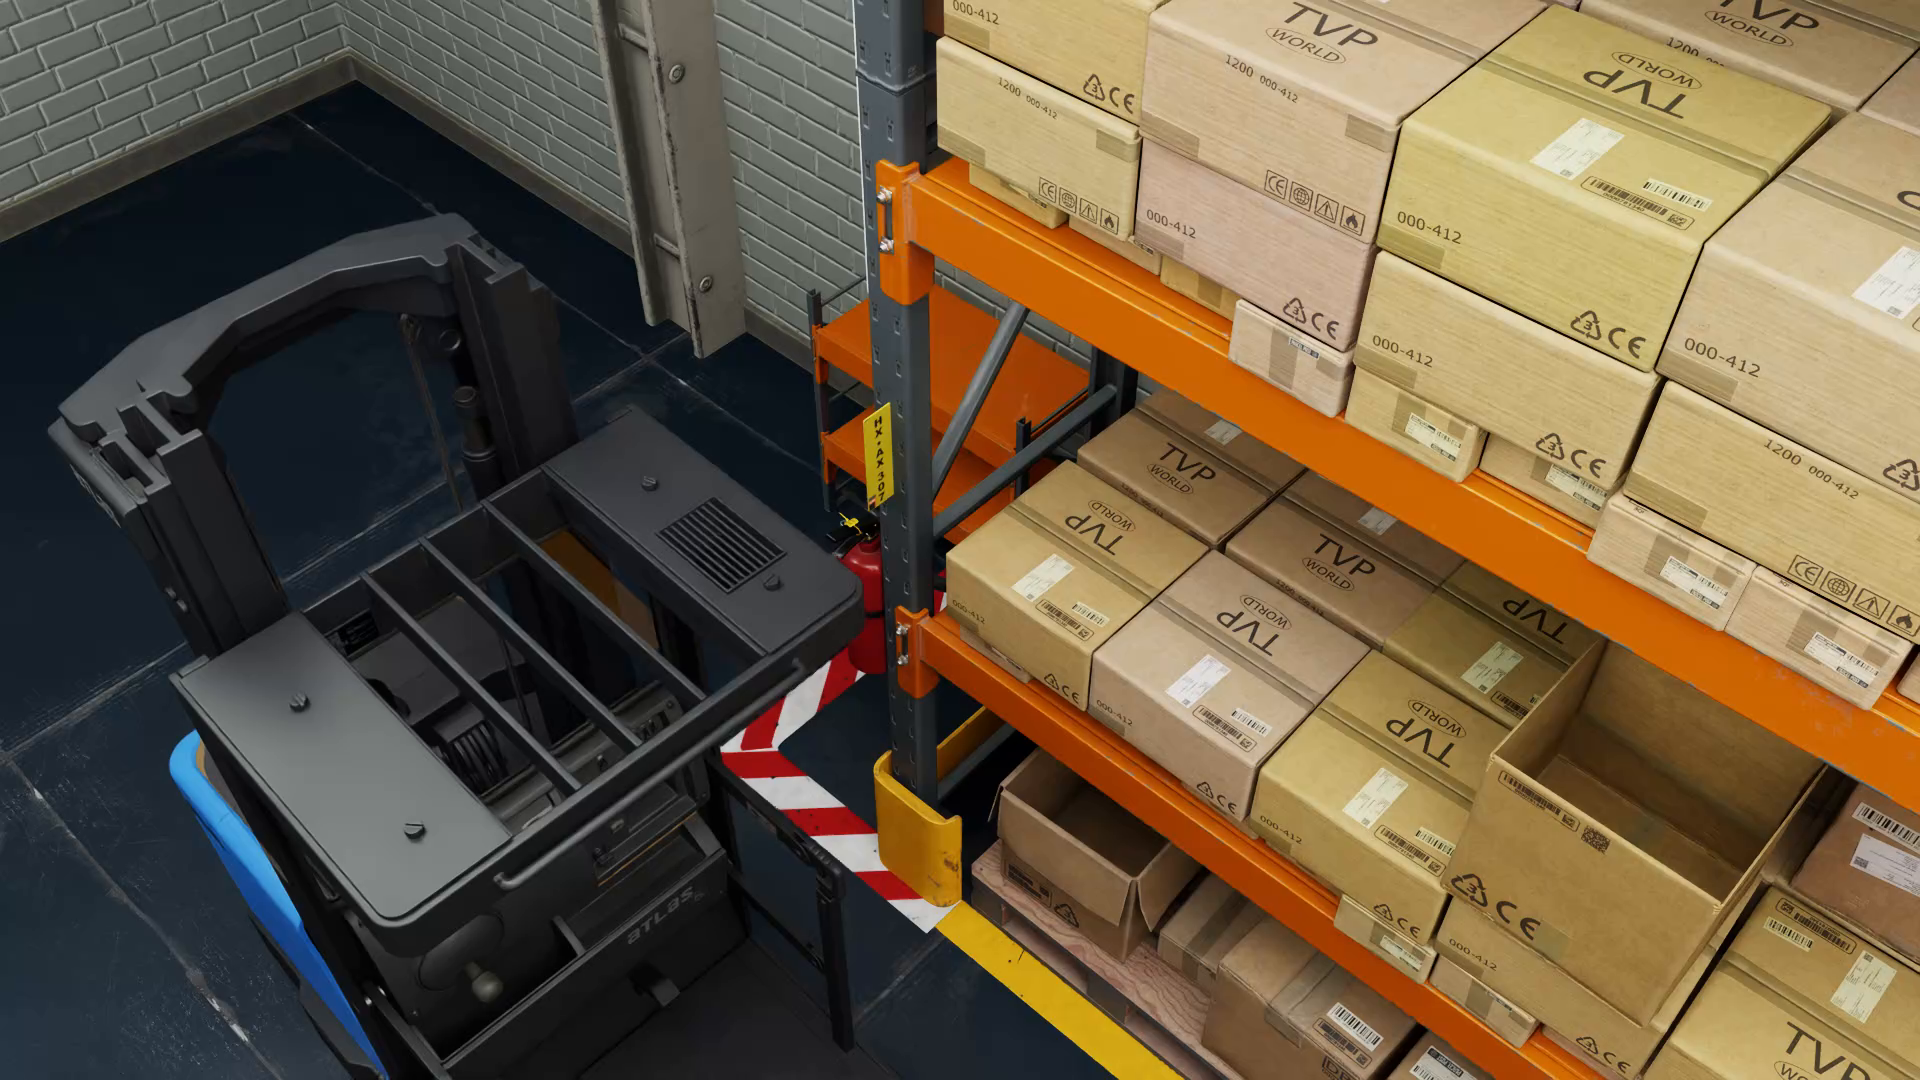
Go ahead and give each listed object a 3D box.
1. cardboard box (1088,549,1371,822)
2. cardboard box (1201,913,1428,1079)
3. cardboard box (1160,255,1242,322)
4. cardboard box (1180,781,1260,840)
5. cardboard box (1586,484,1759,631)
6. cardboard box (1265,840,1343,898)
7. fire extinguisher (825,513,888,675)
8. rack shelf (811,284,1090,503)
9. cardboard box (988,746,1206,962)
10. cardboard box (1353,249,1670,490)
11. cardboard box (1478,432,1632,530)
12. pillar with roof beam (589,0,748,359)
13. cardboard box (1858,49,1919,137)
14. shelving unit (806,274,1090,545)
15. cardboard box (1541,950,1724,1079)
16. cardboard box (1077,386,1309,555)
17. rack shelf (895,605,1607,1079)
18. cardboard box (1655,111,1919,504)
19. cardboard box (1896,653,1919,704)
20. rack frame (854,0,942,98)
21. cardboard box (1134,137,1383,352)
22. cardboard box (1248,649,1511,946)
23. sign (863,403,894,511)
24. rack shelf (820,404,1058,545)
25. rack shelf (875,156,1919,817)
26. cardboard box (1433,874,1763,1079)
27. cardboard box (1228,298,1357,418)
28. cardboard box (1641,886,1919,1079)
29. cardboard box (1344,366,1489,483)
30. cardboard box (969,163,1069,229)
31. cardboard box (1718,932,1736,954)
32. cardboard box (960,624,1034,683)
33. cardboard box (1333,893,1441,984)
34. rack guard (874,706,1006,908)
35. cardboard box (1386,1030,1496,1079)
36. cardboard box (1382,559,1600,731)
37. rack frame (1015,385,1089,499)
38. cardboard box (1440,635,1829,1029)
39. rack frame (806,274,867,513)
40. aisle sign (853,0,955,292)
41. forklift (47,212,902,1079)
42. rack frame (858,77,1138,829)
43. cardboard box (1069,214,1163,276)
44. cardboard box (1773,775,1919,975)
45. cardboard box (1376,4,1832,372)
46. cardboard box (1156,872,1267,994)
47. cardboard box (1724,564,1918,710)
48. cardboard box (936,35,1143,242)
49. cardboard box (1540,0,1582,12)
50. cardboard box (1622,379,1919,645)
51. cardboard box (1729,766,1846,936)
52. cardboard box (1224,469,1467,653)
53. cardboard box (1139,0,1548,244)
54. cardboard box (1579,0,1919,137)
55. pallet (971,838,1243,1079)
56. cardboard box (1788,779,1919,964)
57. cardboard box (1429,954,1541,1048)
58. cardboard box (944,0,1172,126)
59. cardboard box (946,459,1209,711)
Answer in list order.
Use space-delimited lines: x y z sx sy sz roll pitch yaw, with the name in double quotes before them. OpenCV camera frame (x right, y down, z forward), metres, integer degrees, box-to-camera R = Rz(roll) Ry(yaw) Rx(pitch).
"cardboard box" 0.682 0.360 4.253 0.500 0.250 0.500 35 56 28
"cardboard box" 1.148 1.302 4.897 0.700 0.500 0.500 -36 56 -29
"cardboard box" 0.625 -0.614 3.384 0.250 0.149 0.380 34 56 28
"cardboard box" 0.796 0.559 4.340 0.250 0.149 0.380 36 56 29
"cardboard box" 1.298 -0.056 2.859 0.250 0.149 0.380 34 55 28
"cardboard box" 0.995 0.687 4.220 0.250 0.149 0.380 35 56 28
"fire extinguisher" -0.261 0.122 4.887 0.183 0.674 0.296 34 55 28
"rack shelf" -0.005 -0.588 6.129 1.000 0.278 0.538 34 55 28
"cardboard box" 0.546 0.857 5.312 0.637 0.503 0.797 32 54 26
"cardboard box" 1.057 -0.418 2.927 0.500 0.250 0.500 32 55 27
"cardboard box" 1.159 -0.221 3.014 0.250 0.149 0.380 33 55 27
"pillar with roof beam" -4.129 -1.770 2.239 0.400 9.000 9.100 34 55 28
"cardboard box" 1.794 -0.617 2.770 0.500 0.250 0.500 34 55 28
"shelving unit" -0.005 -0.387 6.342 1.048 1.125 0.538 34 55 28
"cardboard box" 1.573 1.062 3.868 0.250 0.149 0.380 34 55 28
"cardboard box" 0.679 -0.172 4.753 0.500 0.250 0.500 36 56 29
"rack shelf" 1.631 1.028 4.221 4.000 0.370 1.077 34 55 28
"cardboard box" 1.437 -0.352 2.521 0.500 0.250 0.500 35 56 29
"cardboard box" 1.723 0.157 2.659 0.250 0.149 0.380 34 56 28
"rack frame" 0.161 -2.260 2.700 0.127 3.000 1.000 34 55 28
"cardboard box" 0.689 -0.678 3.170 0.500 0.250 0.500 35 56 28
"cardboard box" 1.057 0.609 4.019 0.500 0.250 0.500 33 55 27
"sign" -0.207 -0.213 4.298 0.005 0.325 0.100 34 55 28
"rack shelf" -0.005 -0.220 6.520 1.000 0.278 0.538 34 55 28
"rack shelf" 1.631 0.001 3.127 4.000 0.370 1.077 34 55 28
"cardboard box" 1.447 0.851 3.793 0.500 0.250 0.500 33 55 27
"cardboard box" 0.738 -0.436 3.216 0.250 0.149 0.380 35 56 28
"cardboard box" 1.825 1.106 3.553 0.500 0.250 0.500 34 55 27
"cardboard box" 0.935 -0.310 3.098 0.250 0.149 0.380 34 55 28
"cardboard box" 0.237 -0.866 3.620 0.250 0.149 0.380 35 56 28
"cardboard box" 1.876 0.807 4.107 0.250 0.149 0.380 36 56 29
"cardboard box" 0.216 0.189 4.688 0.250 0.149 0.380 34 55 27
"cardboard box" 1.129 0.852 4.065 0.250 0.149 0.380 32 55 27
"rack guard" 0.217 0.686 5.763 0.348 0.500 1.175 34 55 28
"cardboard box" 1.469 1.617 4.601 0.500 0.500 0.500 35 56 28
"cardboard box" 1.418 0.331 4.281 0.500 0.250 0.500 36 56 29
"rack frame" 0.369 -0.137 6.107 0.032 1.125 0.500 34 55 28
"cardboard box" 1.414 0.596 3.517 0.500 0.500 0.500 35 56 28
"rack frame" -0.380 -0.638 6.578 0.032 1.125 0.500 34 55 28
"aisle sign" -0.088 -0.973 3.823 0.004 0.787 0.394 34 55 28
"forklift" -0.877 0.836 3.954 1.130 2.935 3.031 -36 56 -29
"rack frame" 0.161 -0.207 4.887 0.127 3.000 1.000 34 55 28
"cardboard box" 0.448 -0.750 3.511 0.250 0.149 0.380 35 56 28
"cardboard box" 2.168 0.830 3.812 0.500 0.250 0.500 35 56 28
"cardboard box" 1.056 -0.599 2.753 0.500 0.250 0.500 33 55 27
"cardboard box" 0.832 1.209 5.225 0.250 0.149 0.380 32 54 26
"cardboard box" 1.484 0.065 2.746 0.250 0.149 0.380 35 56 28
"cardboard box" 0.302 -0.918 3.396 0.500 0.250 0.500 33 55 27
"cardboard box" 1.059 -1.128 3.249 0.500 0.250 0.500 32 55 27
"cardboard box" 1.453 -0.175 2.698 0.500 0.250 0.500 33 55 27
"cardboard box" 1.802 0.589 4.038 0.500 0.250 0.500 34 55 28
"cardboard box" 1.057 0.083 4.513 0.500 0.250 0.500 34 55 28
"cardboard box" 0.678 -0.840 2.979 0.500 0.250 0.500 34 55 27
"cardboard box" 1.444 -0.878 3.015 0.500 0.250 0.500 34 56 28
"pallet" 0.803 1.179 5.499 1.213 0.211 1.003 34 55 28
"cardboard box" 2.186 0.585 3.528 0.500 0.500 0.500 32 55 27
"cardboard box" 1.337 0.971 3.953 0.250 0.149 0.380 35 56 28
"cardboard box" 0.317 -1.101 3.225 0.500 0.250 0.500 33 55 27
"cardboard box" 0.312 0.111 4.487 0.500 0.250 0.500 34 56 28
